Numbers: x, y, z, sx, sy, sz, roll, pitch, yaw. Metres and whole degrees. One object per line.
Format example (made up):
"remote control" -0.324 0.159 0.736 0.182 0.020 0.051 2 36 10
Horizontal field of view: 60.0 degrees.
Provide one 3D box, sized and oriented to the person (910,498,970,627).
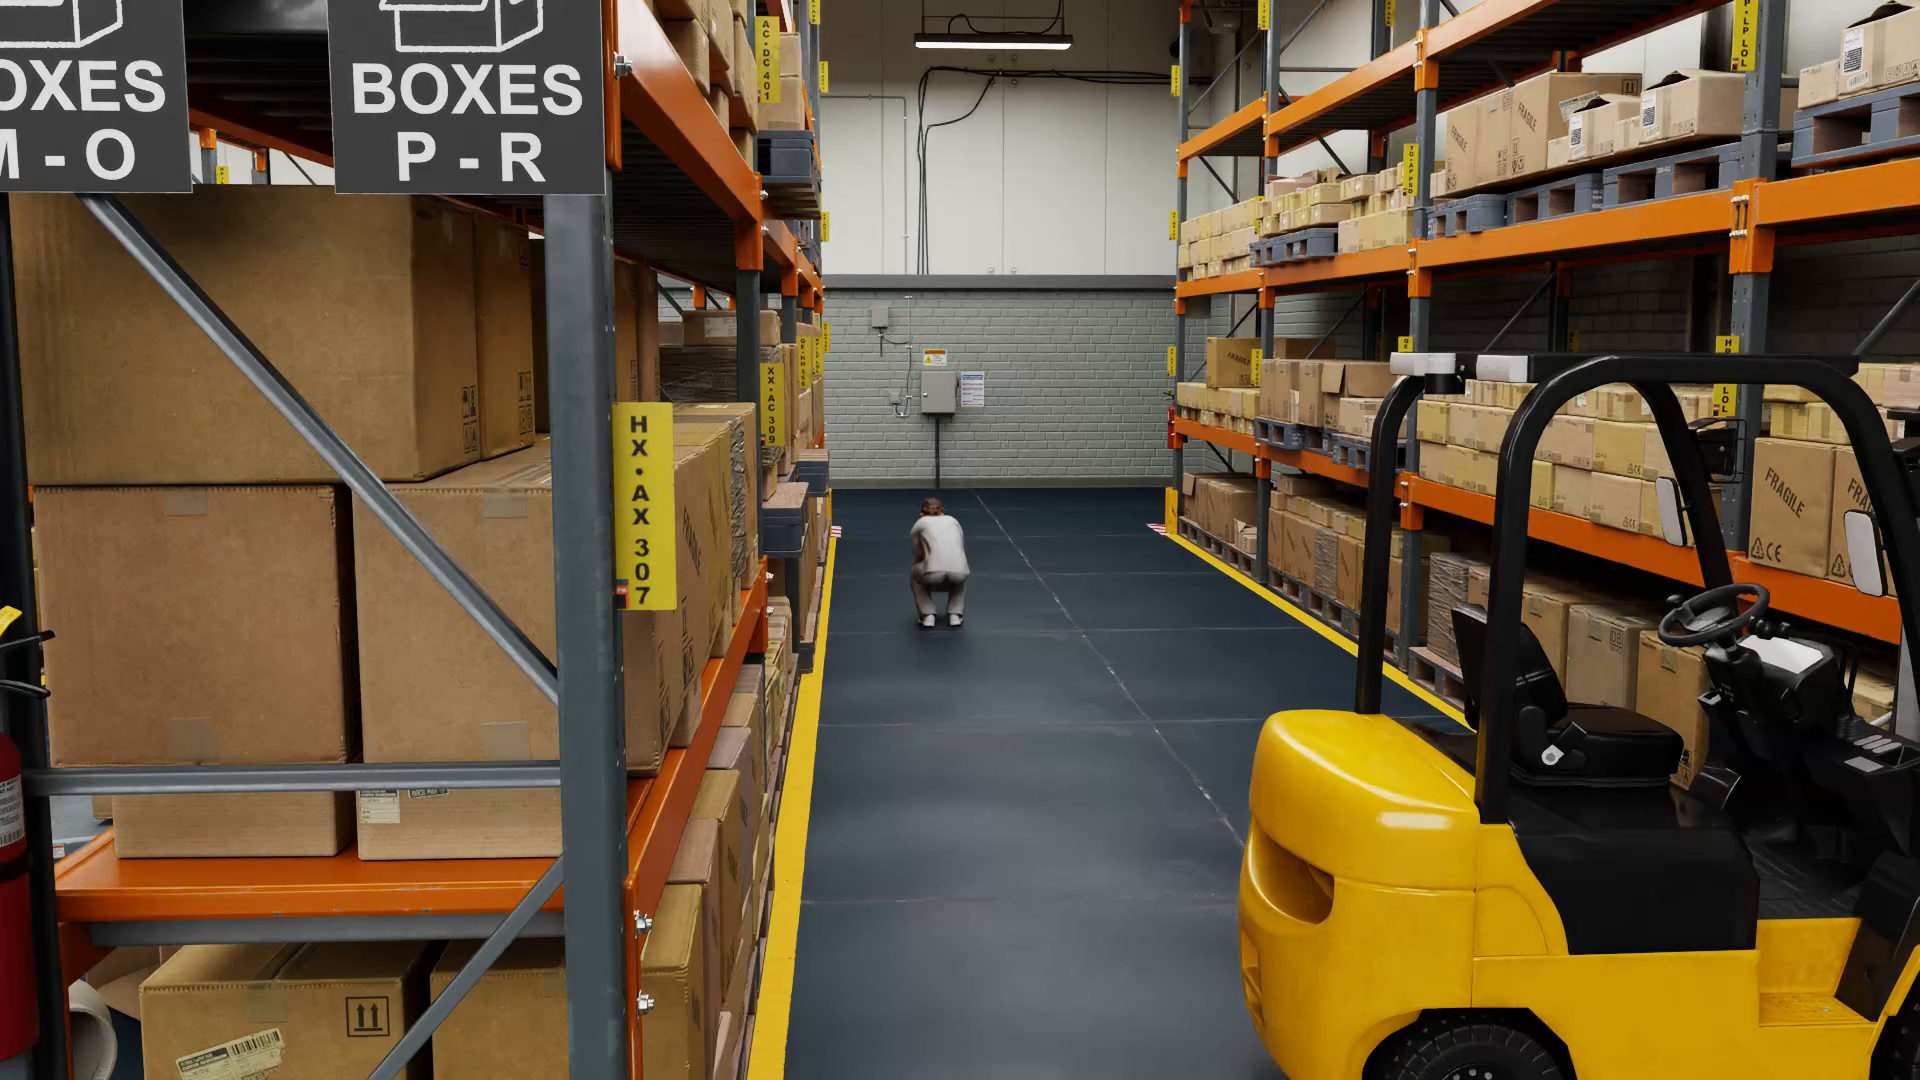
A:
"person" -0.158 0.168 12.910 0.455 0.953 0.810 -1 7 -5
